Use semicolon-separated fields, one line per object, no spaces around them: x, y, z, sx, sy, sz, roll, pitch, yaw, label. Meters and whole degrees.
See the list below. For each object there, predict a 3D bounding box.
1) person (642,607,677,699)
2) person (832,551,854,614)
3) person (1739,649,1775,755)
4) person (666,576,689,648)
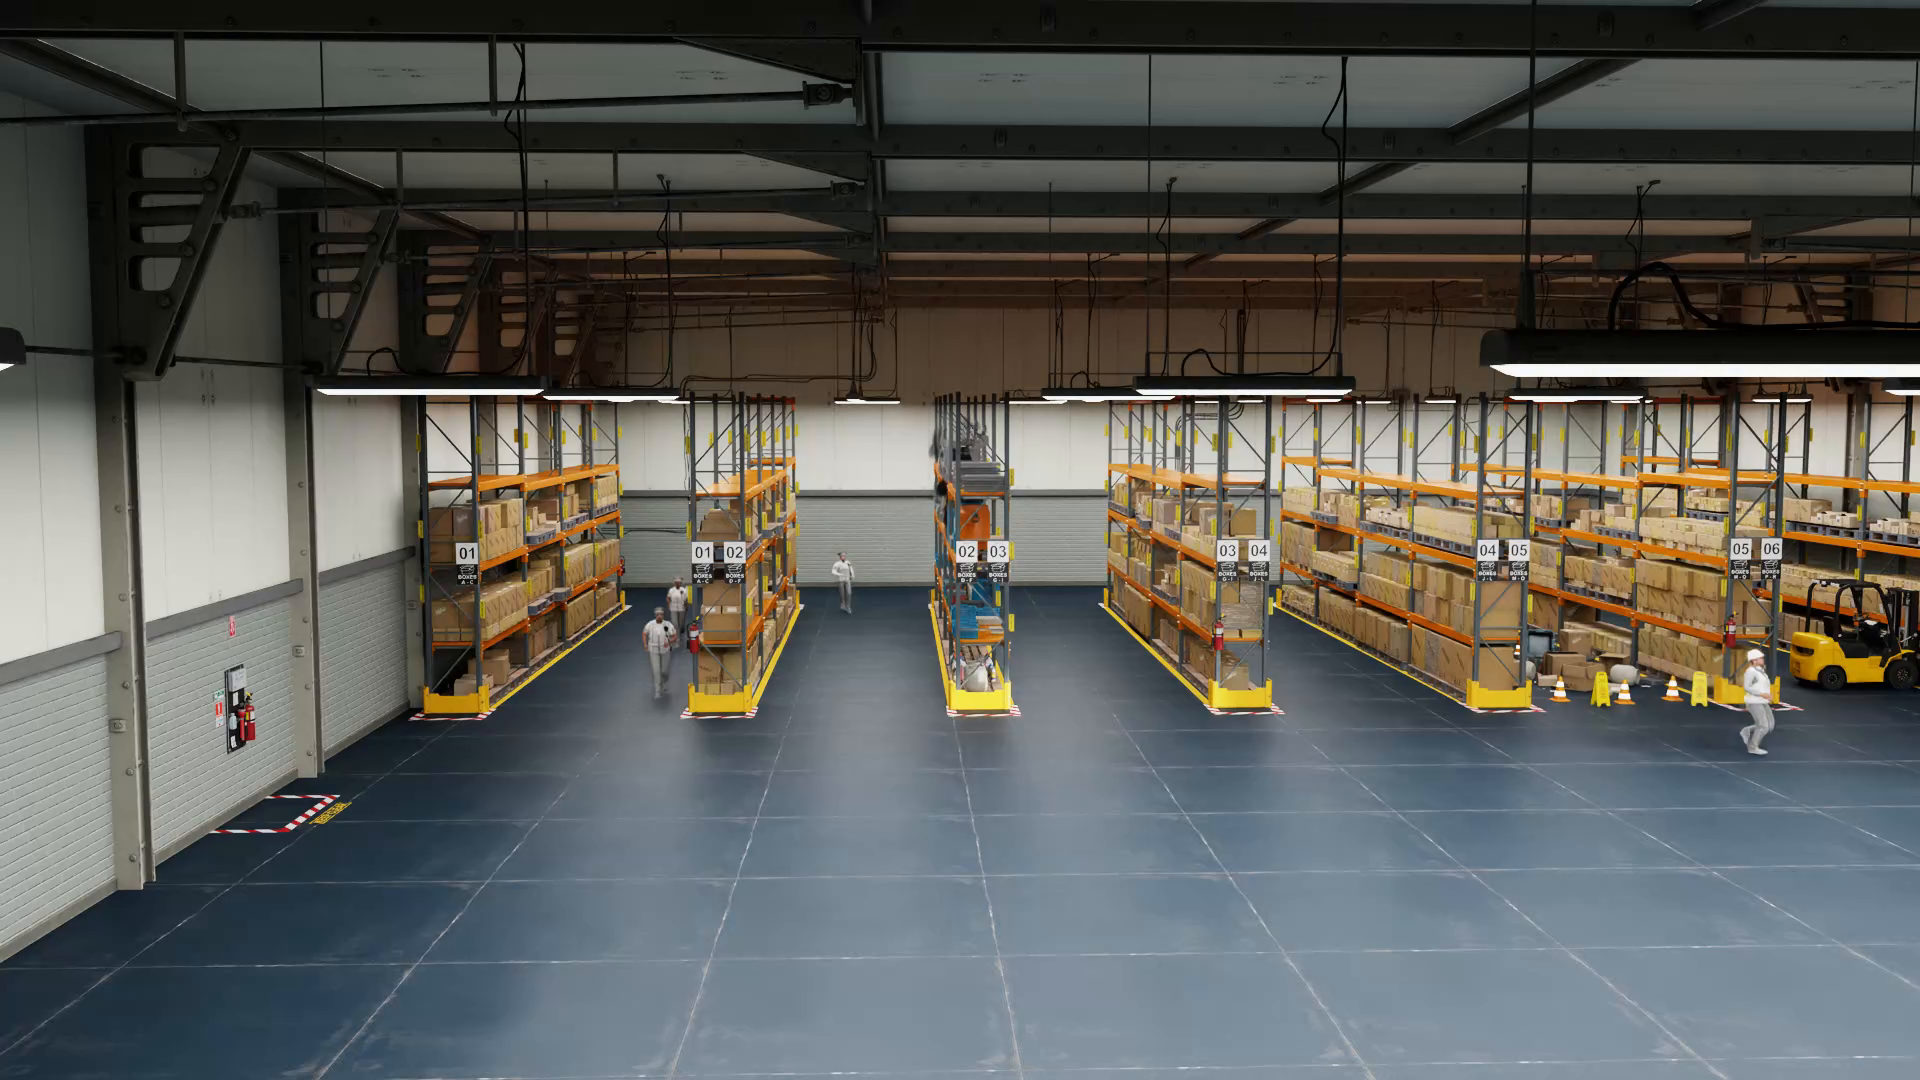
-5.942;2.199;32.902;0.684;1.774;0.835;-1;5;-9;person
-3.255;1.184;46.268;0.642;1.767;0.730;-2;5;-21;person
13.145;2.666;27.402;0.604;1.722;0.656;4;6;44;person
-6.750;1.707;39.833;0.579;1.698;0.842;0;5;-5;person
